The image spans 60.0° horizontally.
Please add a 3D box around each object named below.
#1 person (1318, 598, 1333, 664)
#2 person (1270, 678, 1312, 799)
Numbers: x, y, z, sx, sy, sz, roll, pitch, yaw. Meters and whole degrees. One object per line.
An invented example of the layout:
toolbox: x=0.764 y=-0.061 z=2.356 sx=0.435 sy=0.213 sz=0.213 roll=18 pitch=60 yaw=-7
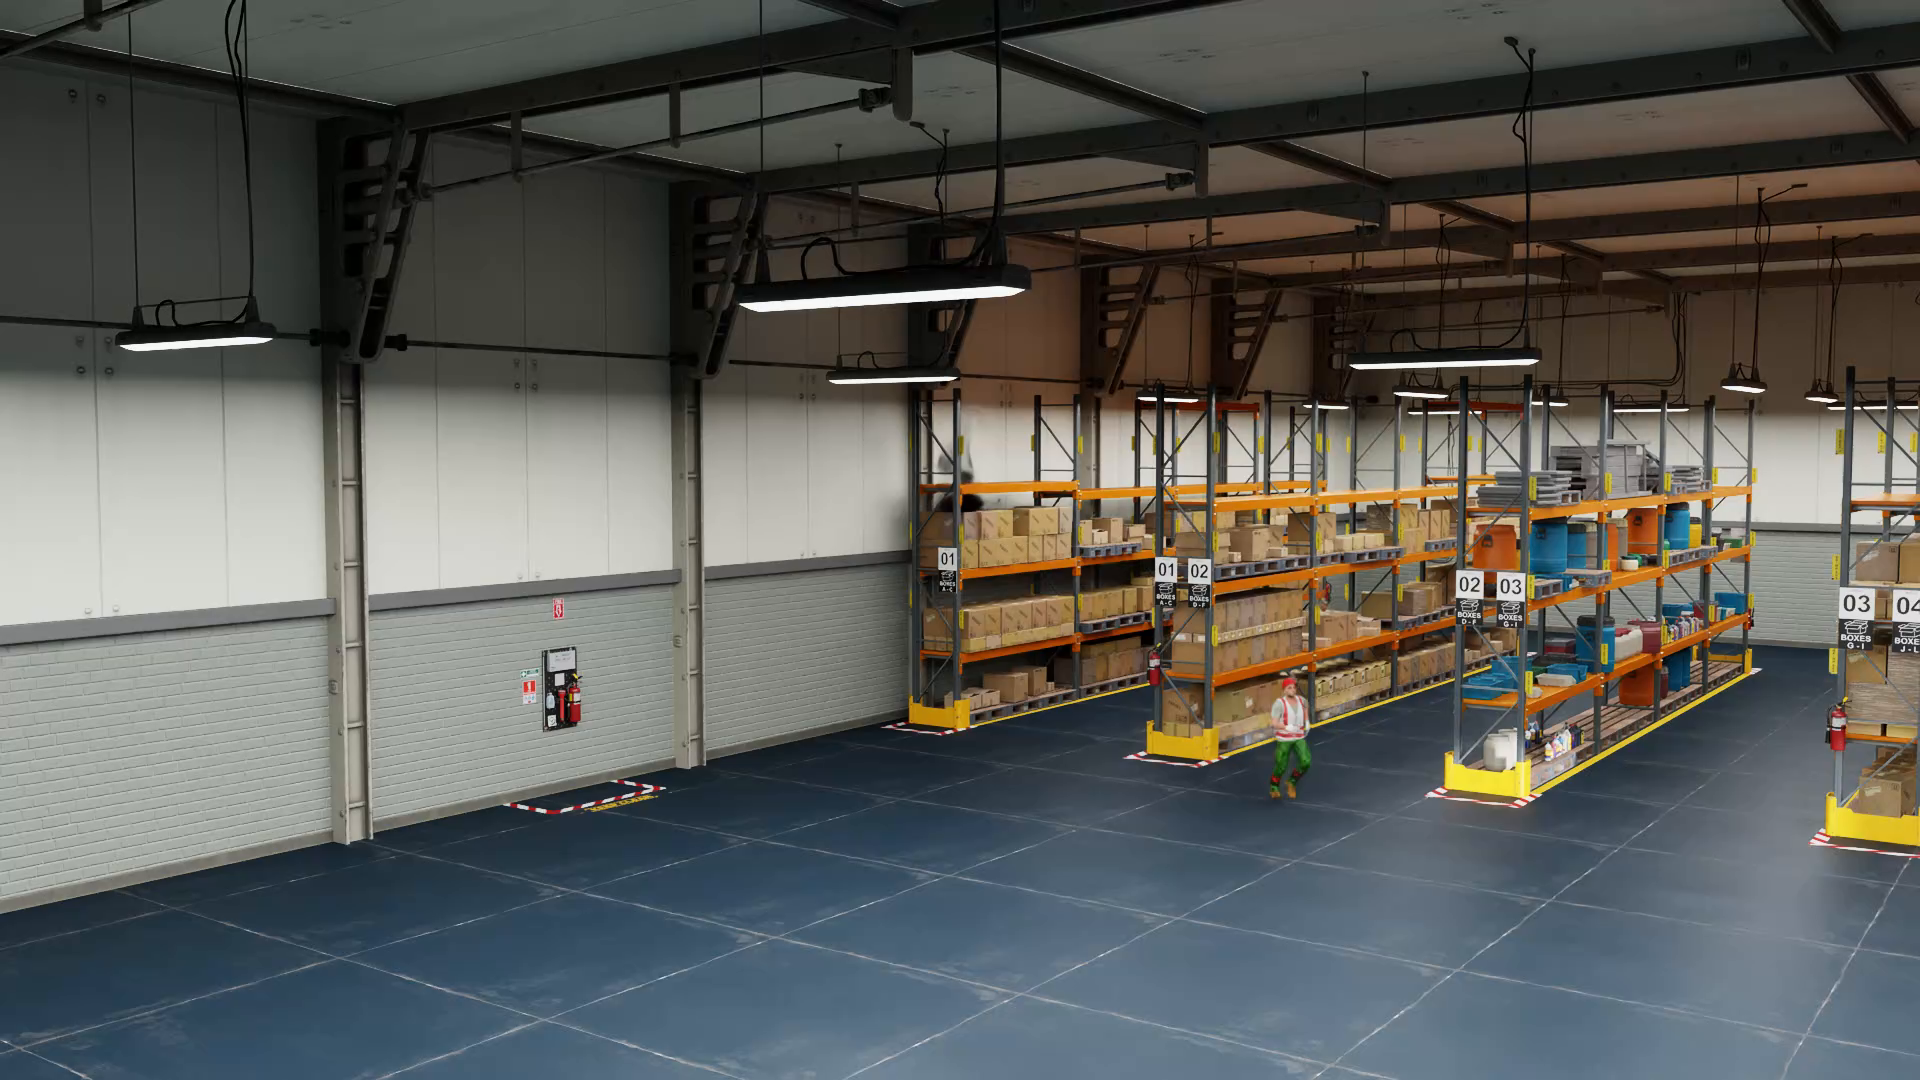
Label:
person: x=7.997 y=2.089 z=36.543 sx=0.613 sy=1.659 sz=0.678 roll=2 pitch=4 yaw=30
person: x=4.638 y=2.782 z=23.225 sx=0.677 sy=1.732 sz=0.826 roll=-1 pitch=3 yaw=-15
